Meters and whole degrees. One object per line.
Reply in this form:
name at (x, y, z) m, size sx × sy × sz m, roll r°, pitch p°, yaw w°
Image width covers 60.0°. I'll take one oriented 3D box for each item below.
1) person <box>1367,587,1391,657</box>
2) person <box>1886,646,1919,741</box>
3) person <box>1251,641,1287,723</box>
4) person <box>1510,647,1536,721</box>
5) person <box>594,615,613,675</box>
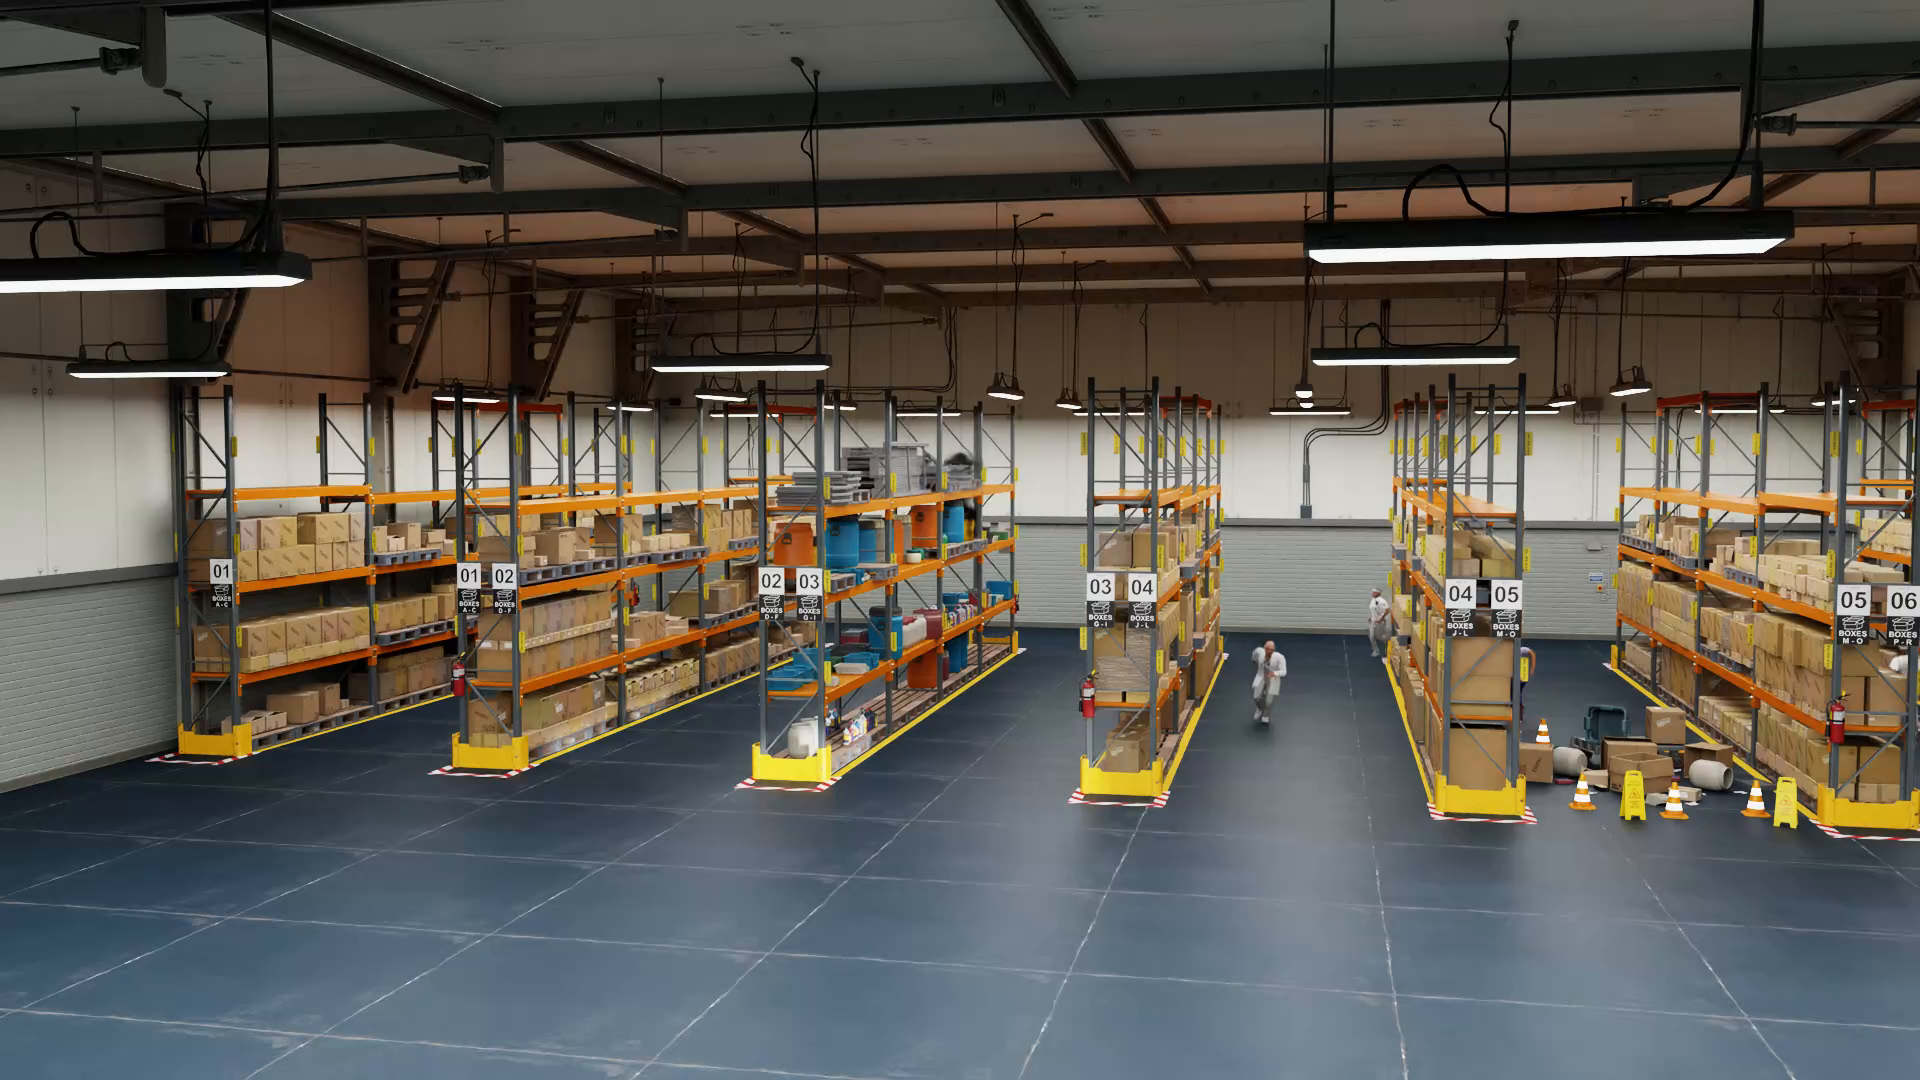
person at (10.111, 1.953, 39.842) m, size 0.657 × 1.695 × 0.577 m, roll -2°, pitch 4°, yaw -26°
person at (15.943, 2.550, 28.068) m, size 0.700 × 1.748 × 0.931 m, roll 0°, pitch 3°, yaw 6°
person at (5.517, 2.547, 29.843) m, size 0.694 × 1.546 × 1.079 m, roll 1°, pitch 3°, yaw 19°
person at (10.216, 2.549, 30.533) m, size 0.646 × 1.484 × 0.866 m, roll 0°, pitch 3°, yaw -2°
person at (-7.778, 2.158, 36.202) m, size 0.654 × 1.738 × 0.827 m, roll -2°, pitch 4°, yaw -30°
